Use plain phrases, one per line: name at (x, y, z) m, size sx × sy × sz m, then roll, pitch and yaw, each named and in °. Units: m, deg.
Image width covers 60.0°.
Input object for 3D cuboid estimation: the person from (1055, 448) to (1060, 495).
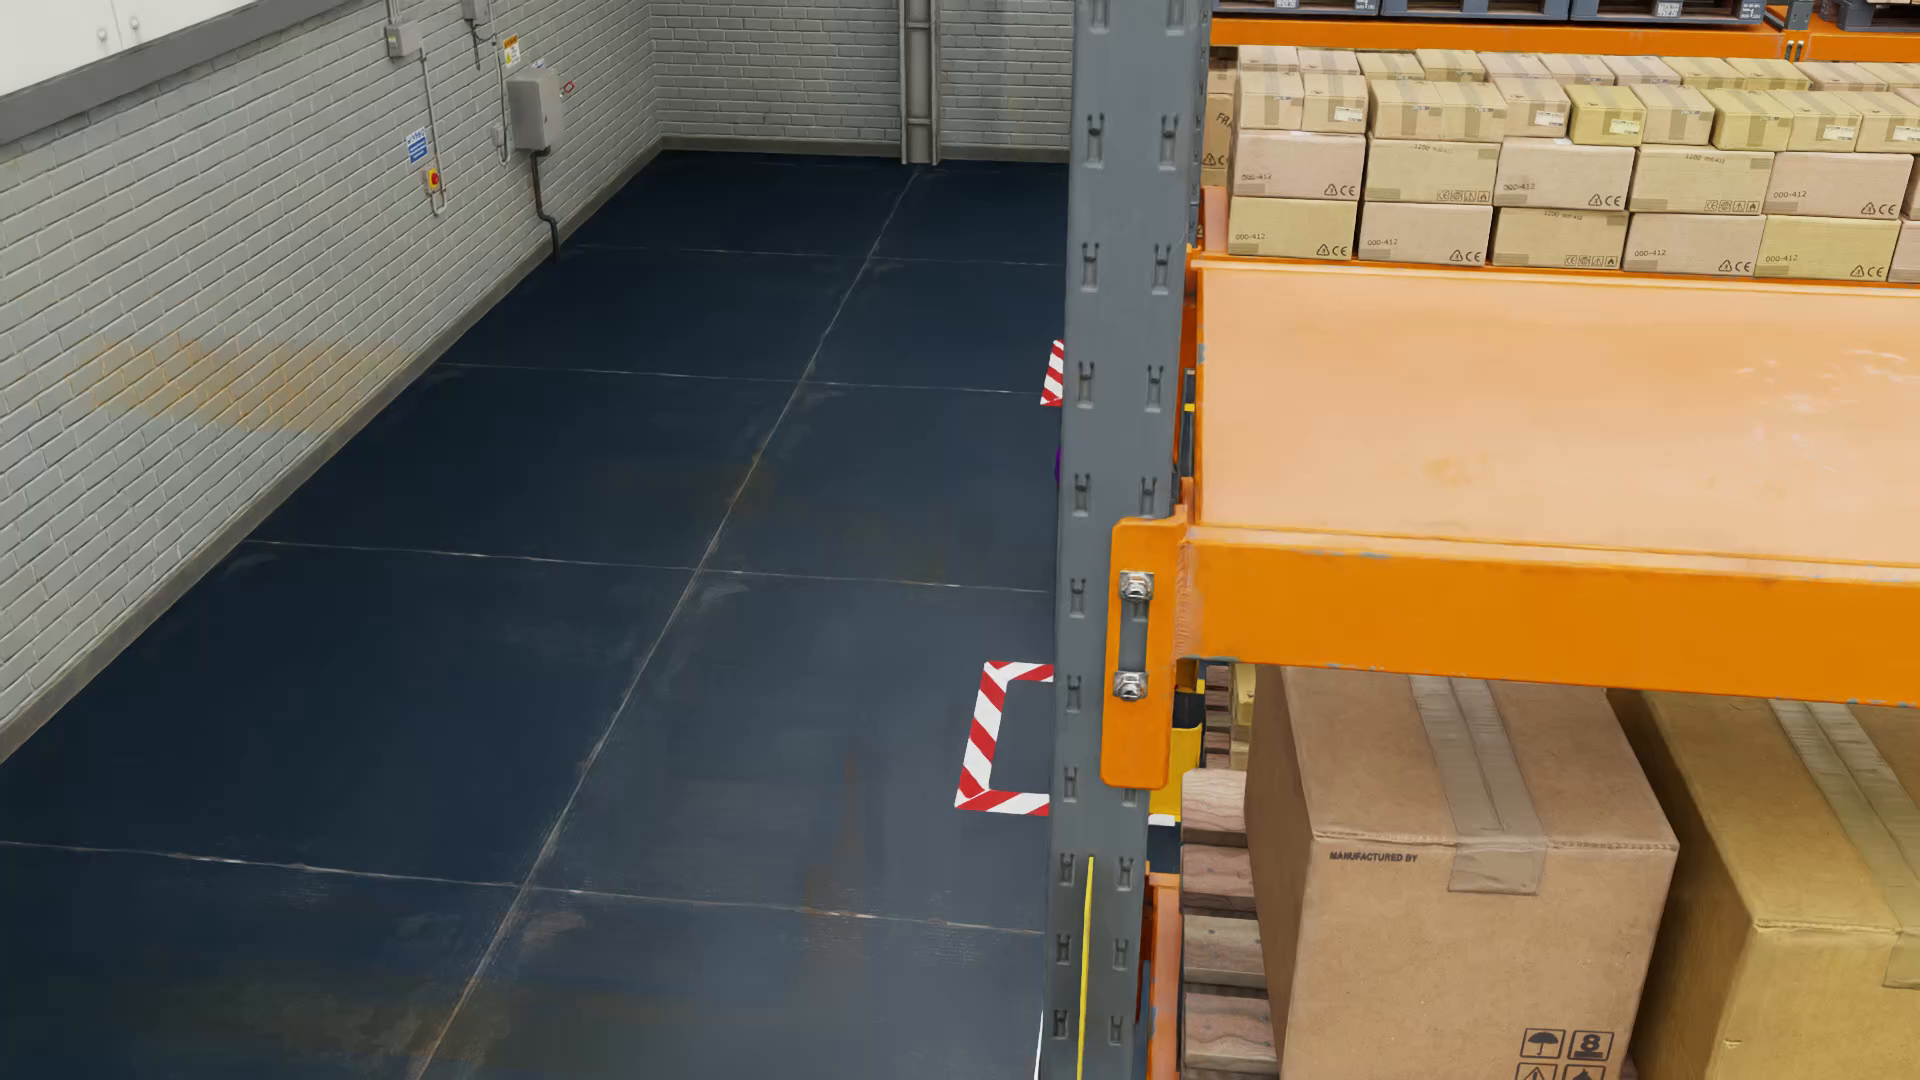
person at (0.849, -0.239, 9.979) m, size 0.584 × 0.994 × 0.894 m, roll 3°, pitch 28°, yaw 6°
